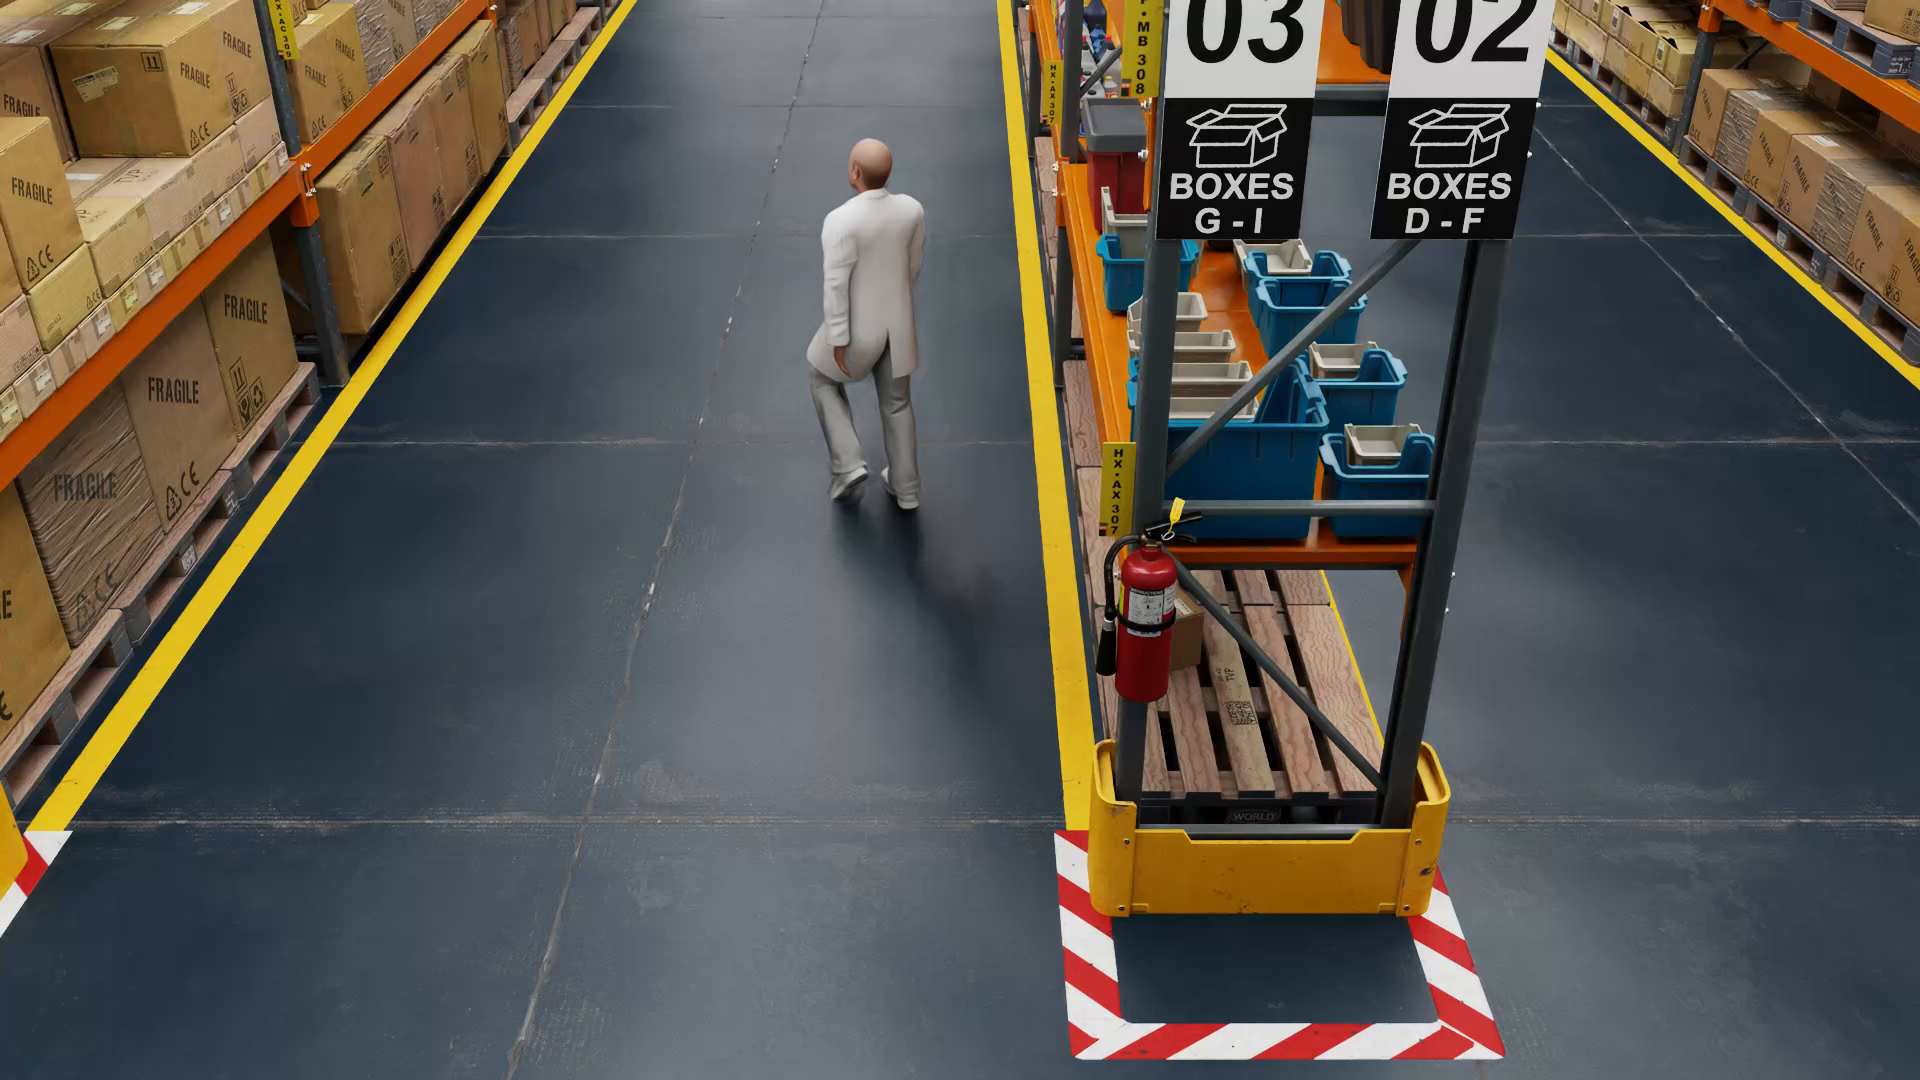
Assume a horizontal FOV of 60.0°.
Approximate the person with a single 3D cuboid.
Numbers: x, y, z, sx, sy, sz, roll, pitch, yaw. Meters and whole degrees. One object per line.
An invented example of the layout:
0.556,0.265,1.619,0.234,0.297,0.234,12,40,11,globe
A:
-0.416,-0.963,7.756,0.580,1.844,0.556,-17,35,-26,person
